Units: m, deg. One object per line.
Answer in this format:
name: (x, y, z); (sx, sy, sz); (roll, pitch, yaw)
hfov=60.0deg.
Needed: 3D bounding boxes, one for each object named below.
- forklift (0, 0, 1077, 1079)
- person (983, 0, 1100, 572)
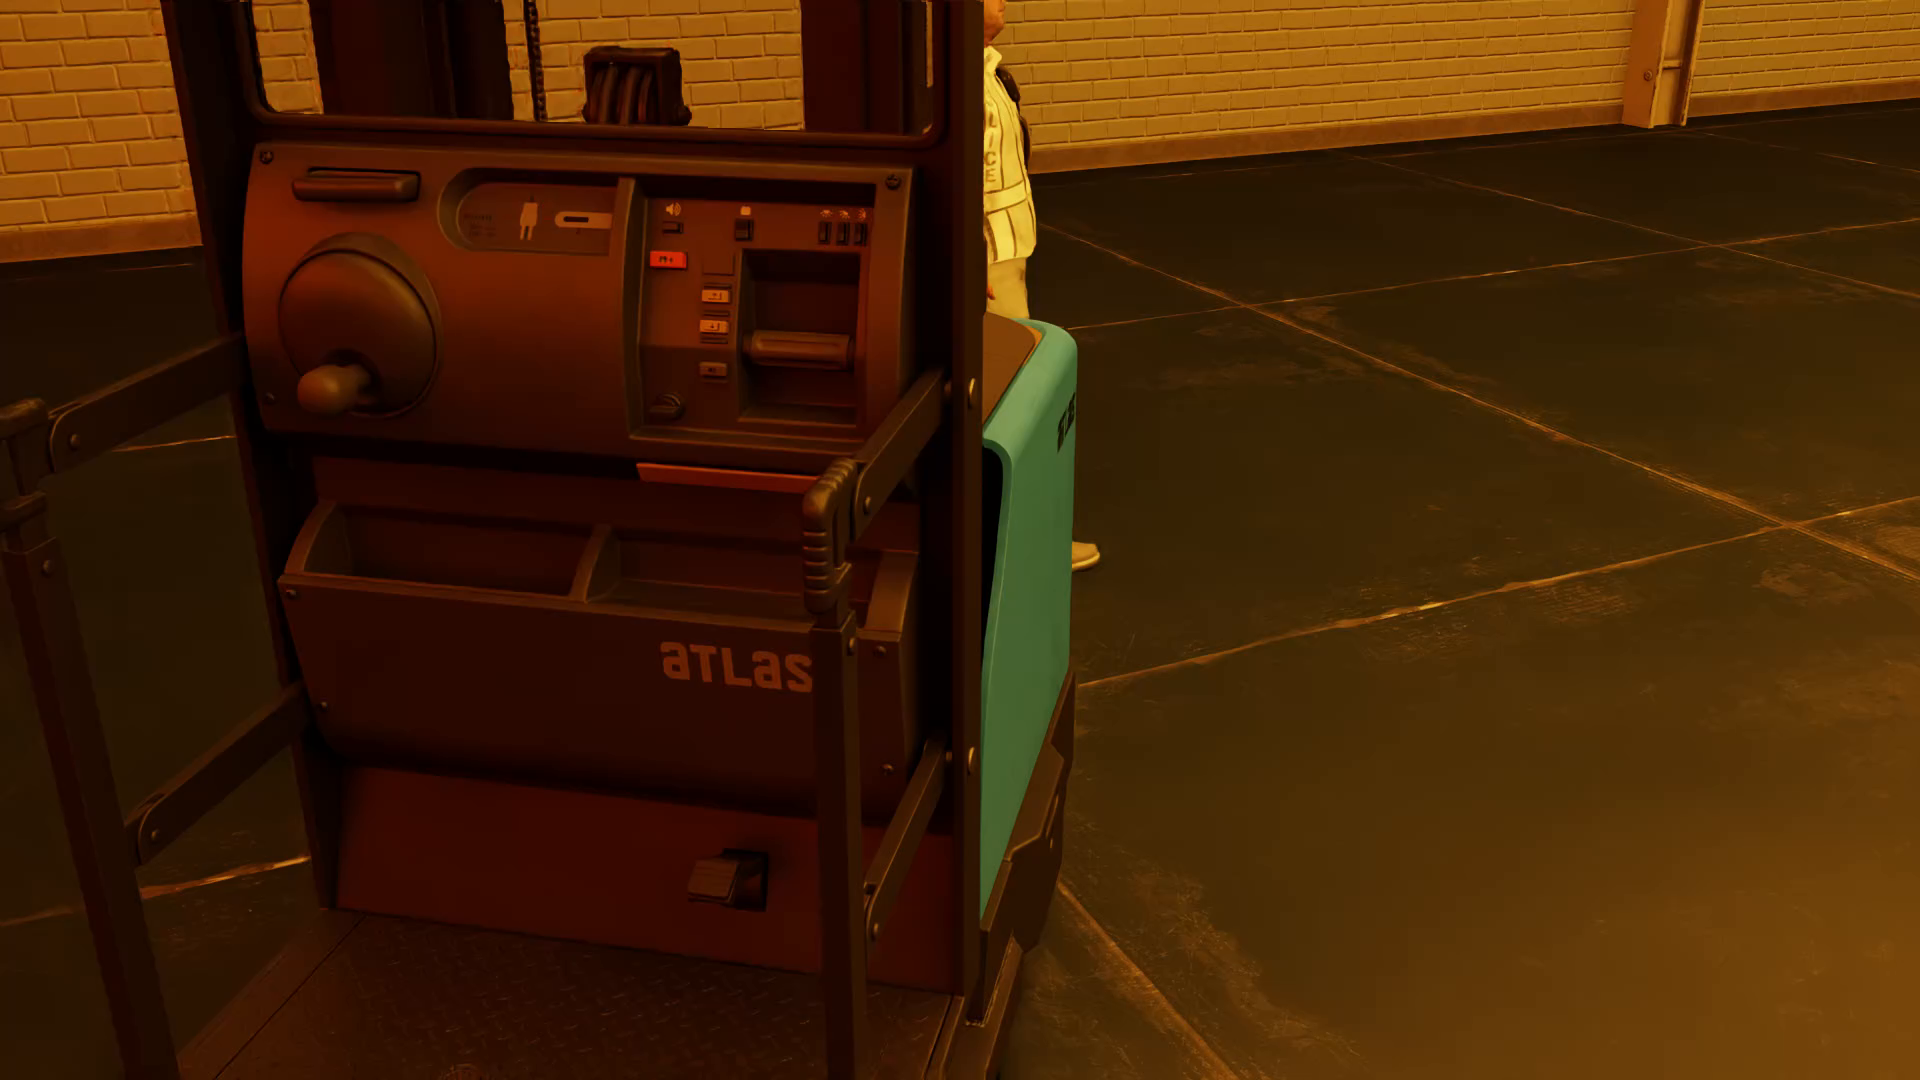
forklift: (-0.563, -0.300, 2.008); (1.130, 2.935, 3.031); (5, 23, 11)
person: (0.135, -0.802, 4.741); (0.608, 1.763, 0.659); (4, 23, 9)
